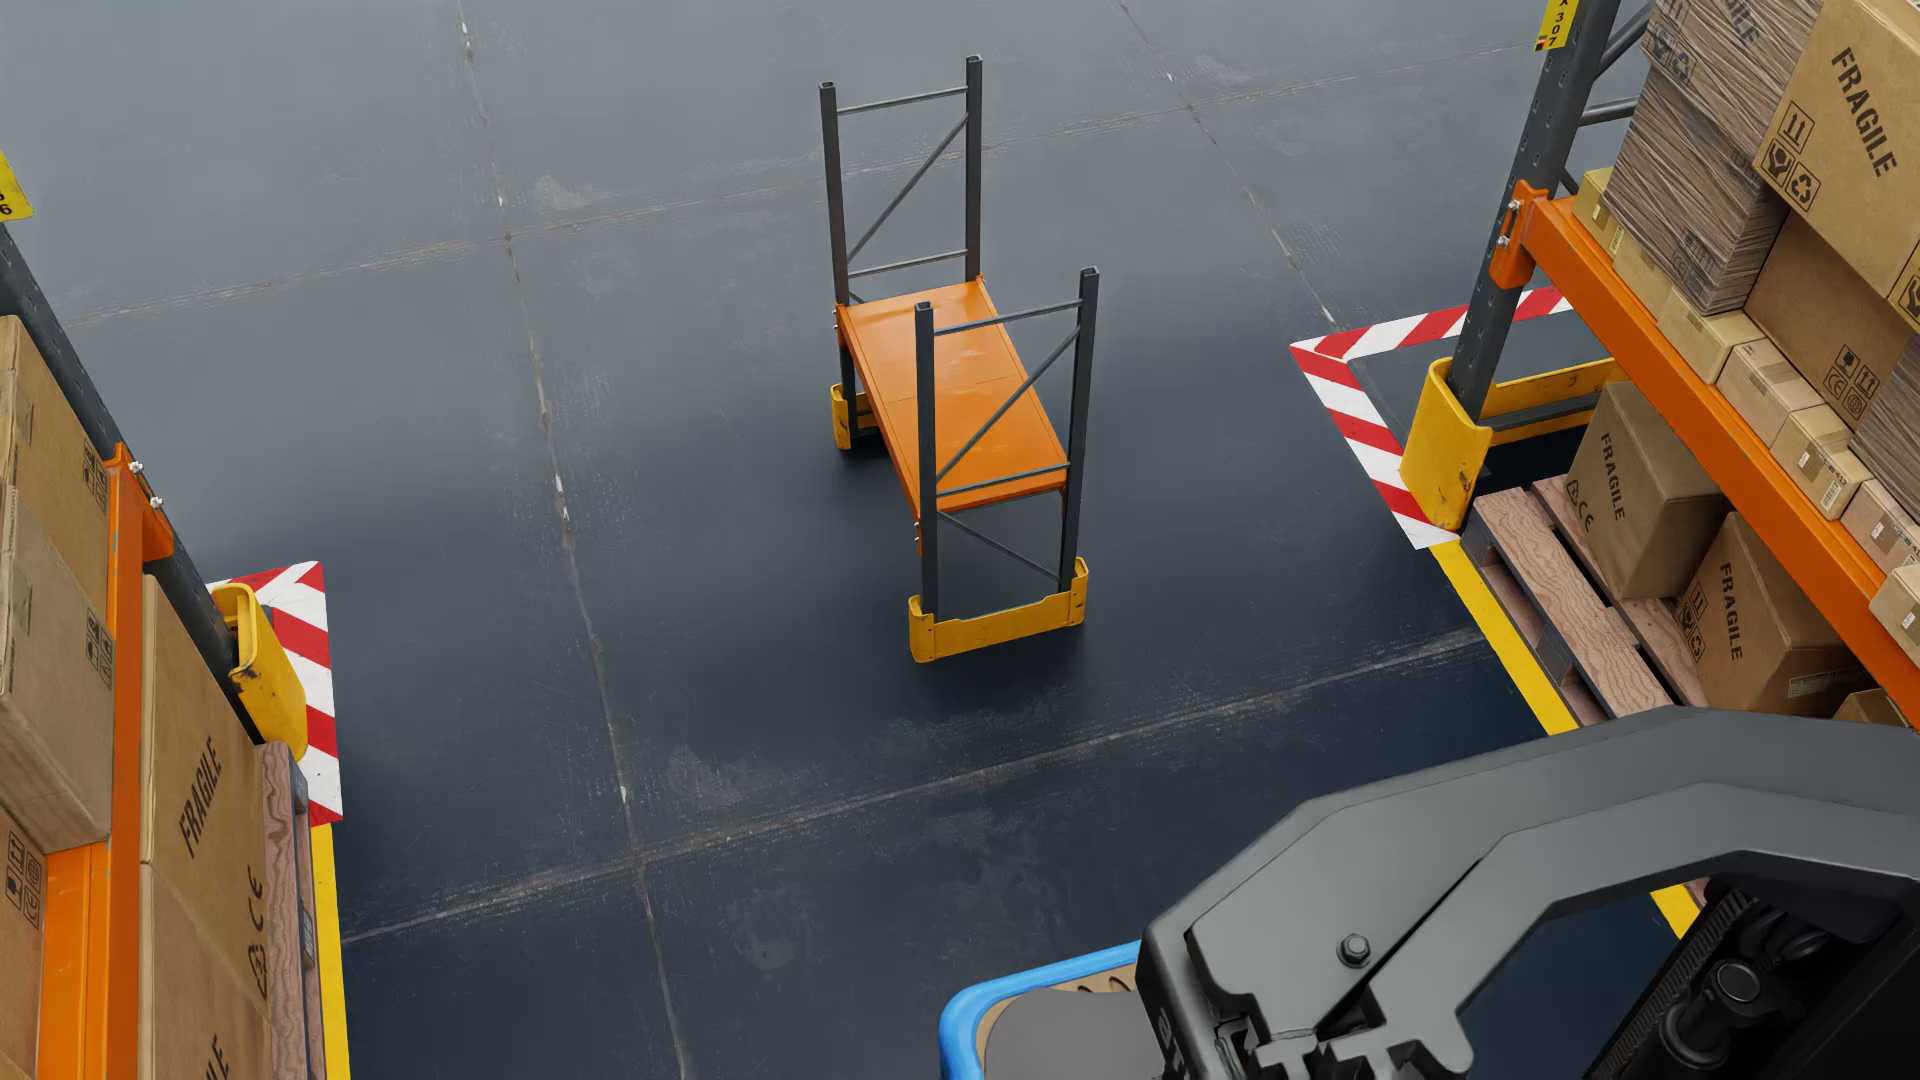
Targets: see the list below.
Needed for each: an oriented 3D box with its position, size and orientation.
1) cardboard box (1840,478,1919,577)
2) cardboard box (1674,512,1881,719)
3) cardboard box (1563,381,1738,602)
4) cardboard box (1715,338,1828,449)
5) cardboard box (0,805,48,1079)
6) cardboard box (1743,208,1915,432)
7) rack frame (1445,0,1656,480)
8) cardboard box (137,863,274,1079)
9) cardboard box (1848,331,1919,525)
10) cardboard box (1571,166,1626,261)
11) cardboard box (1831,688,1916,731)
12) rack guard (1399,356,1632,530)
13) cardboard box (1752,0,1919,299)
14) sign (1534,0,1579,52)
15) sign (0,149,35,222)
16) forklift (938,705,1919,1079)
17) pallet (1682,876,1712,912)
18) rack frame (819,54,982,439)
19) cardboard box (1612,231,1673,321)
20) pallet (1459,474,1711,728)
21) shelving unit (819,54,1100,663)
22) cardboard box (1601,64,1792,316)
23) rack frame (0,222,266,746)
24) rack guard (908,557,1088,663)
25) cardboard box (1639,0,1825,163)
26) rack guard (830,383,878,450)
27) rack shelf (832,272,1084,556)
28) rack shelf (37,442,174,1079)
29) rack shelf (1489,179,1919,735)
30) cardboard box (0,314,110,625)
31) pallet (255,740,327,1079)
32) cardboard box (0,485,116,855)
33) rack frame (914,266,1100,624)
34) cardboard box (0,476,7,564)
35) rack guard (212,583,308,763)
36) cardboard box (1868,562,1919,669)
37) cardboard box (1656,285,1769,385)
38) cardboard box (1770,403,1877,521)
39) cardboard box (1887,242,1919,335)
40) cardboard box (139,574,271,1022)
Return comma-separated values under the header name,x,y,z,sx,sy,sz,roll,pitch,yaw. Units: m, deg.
name,x,y,z,sx,sy,sz,roll,pitch,yaw
cardboard box,2.375,-0.047,3.992,0.380,0.149,0.250,-13,51,-11
cardboard box,2.520,0.258,4.931,0.500,0.500,0.500,-2,50,-1
cardboard box,2.311,-0.171,5.293,0.500,0.500,0.500,-5,50,-4
cardboard box,2.208,-0.407,4.296,0.380,0.149,0.250,-13,51,-11
cardboard box,-2.244,0.793,3.022,0.875,0.550,0.550,-13,51,-11
cardboard box,2.541,-0.683,4.104,0.875,0.500,0.500,-13,51,-11
rack frame,2.142,-1.301,4.885,1.000,3.000,0.127,-13,51,-11
cardboard box,-2.100,1.418,3.707,0.875,0.875,0.875,-14,51,-12
cardboard box,2.648,-0.308,3.788,0.875,0.500,0.500,-13,51,-11
cardboard box,1.999,-0.958,4.760,0.380,0.149,0.250,-13,51,-11
cardboard box,2.687,0.719,4.542,0.500,0.500,0.500,-9,50,-8
rack guard,2.165,-0.440,5.794,1.175,0.500,0.348,-13,51,-11
cardboard box,2.186,-0.922,3.651,0.500,0.500,0.500,-13,51,-11
sign,1.624,-1.458,4.451,0.100,0.325,0.005,-13,51,-11
sign,-2.103,-0.816,3.564,0.100,0.325,0.005,-13,51,-11
forklift,0.839,1.699,2.401,1.130,2.935,3.031,-13,51,-10
pallet,2.728,1.144,4.648,1.003,0.211,1.213,-13,51,-11
rack frame,-0.176,-0.917,5.542,0.500,1.500,0.032,-13,51,-11
cardboard box,2.054,-0.771,4.603,0.380,0.149,0.250,-13,51,-11
pallet,2.371,0.254,5.398,1.003,0.211,1.213,-13,51,-11
shelving unit,-0.023,-0.539,5.224,0.587,1.500,1.083,-13,51,-11
cardboard box,2.279,-1.022,4.389,0.875,0.500,0.500,-13,51,-11
rack frame,-2.626,-0.254,4.002,1.000,3.000,0.127,-13,51,-11
rack guard,0.125,0.227,5.395,0.587,0.250,0.087,-13,51,-11
cardboard box,2.044,-1.288,3.960,0.500,0.500,0.500,-13,51,-11
rack guard,-0.170,-0.500,6.008,0.587,0.250,0.087,-13,51,-11
rack shelf,-0.025,-0.430,5.367,0.538,0.185,1.000,-13,51,-11
rack shelf,-2.034,1.439,3.046,1.077,0.370,4.000,-13,51,-11
rack shelf,2.734,0.391,3.929,1.077,0.370,4.000,-13,51,-11
cardboard box,-2.473,-0.041,3.725,0.875,0.550,0.550,-13,51,-11
pallet,-2.315,1.211,4.591,1.003,0.211,1.213,-13,51,-11
cardboard box,-2.289,0.356,3.390,0.875,0.550,0.550,-13,51,-11
rack frame,0.125,-0.174,4.916,0.500,1.500,0.032,-13,51,-11
cardboard box,-2.302,0.011,2.975,0.875,0.550,0.550,-13,51,-11
rack guard,-2.633,0.534,4.972,1.175,0.500,0.348,-13,51,-11
cardboard box,2.350,0.159,3.818,0.380,0.149,0.250,-13,51,-11
cardboard box,2.114,-0.585,4.446,0.380,0.149,0.250,-13,51,-11
cardboard box,2.275,-0.223,4.141,0.380,0.149,0.250,-13,51,-11
cardboard box,2.335,-0.557,3.344,0.500,0.500,0.500,-13,51,-11
cardboard box,-2.362,0.776,4.249,0.875,0.875,0.875,-13,51,-11
